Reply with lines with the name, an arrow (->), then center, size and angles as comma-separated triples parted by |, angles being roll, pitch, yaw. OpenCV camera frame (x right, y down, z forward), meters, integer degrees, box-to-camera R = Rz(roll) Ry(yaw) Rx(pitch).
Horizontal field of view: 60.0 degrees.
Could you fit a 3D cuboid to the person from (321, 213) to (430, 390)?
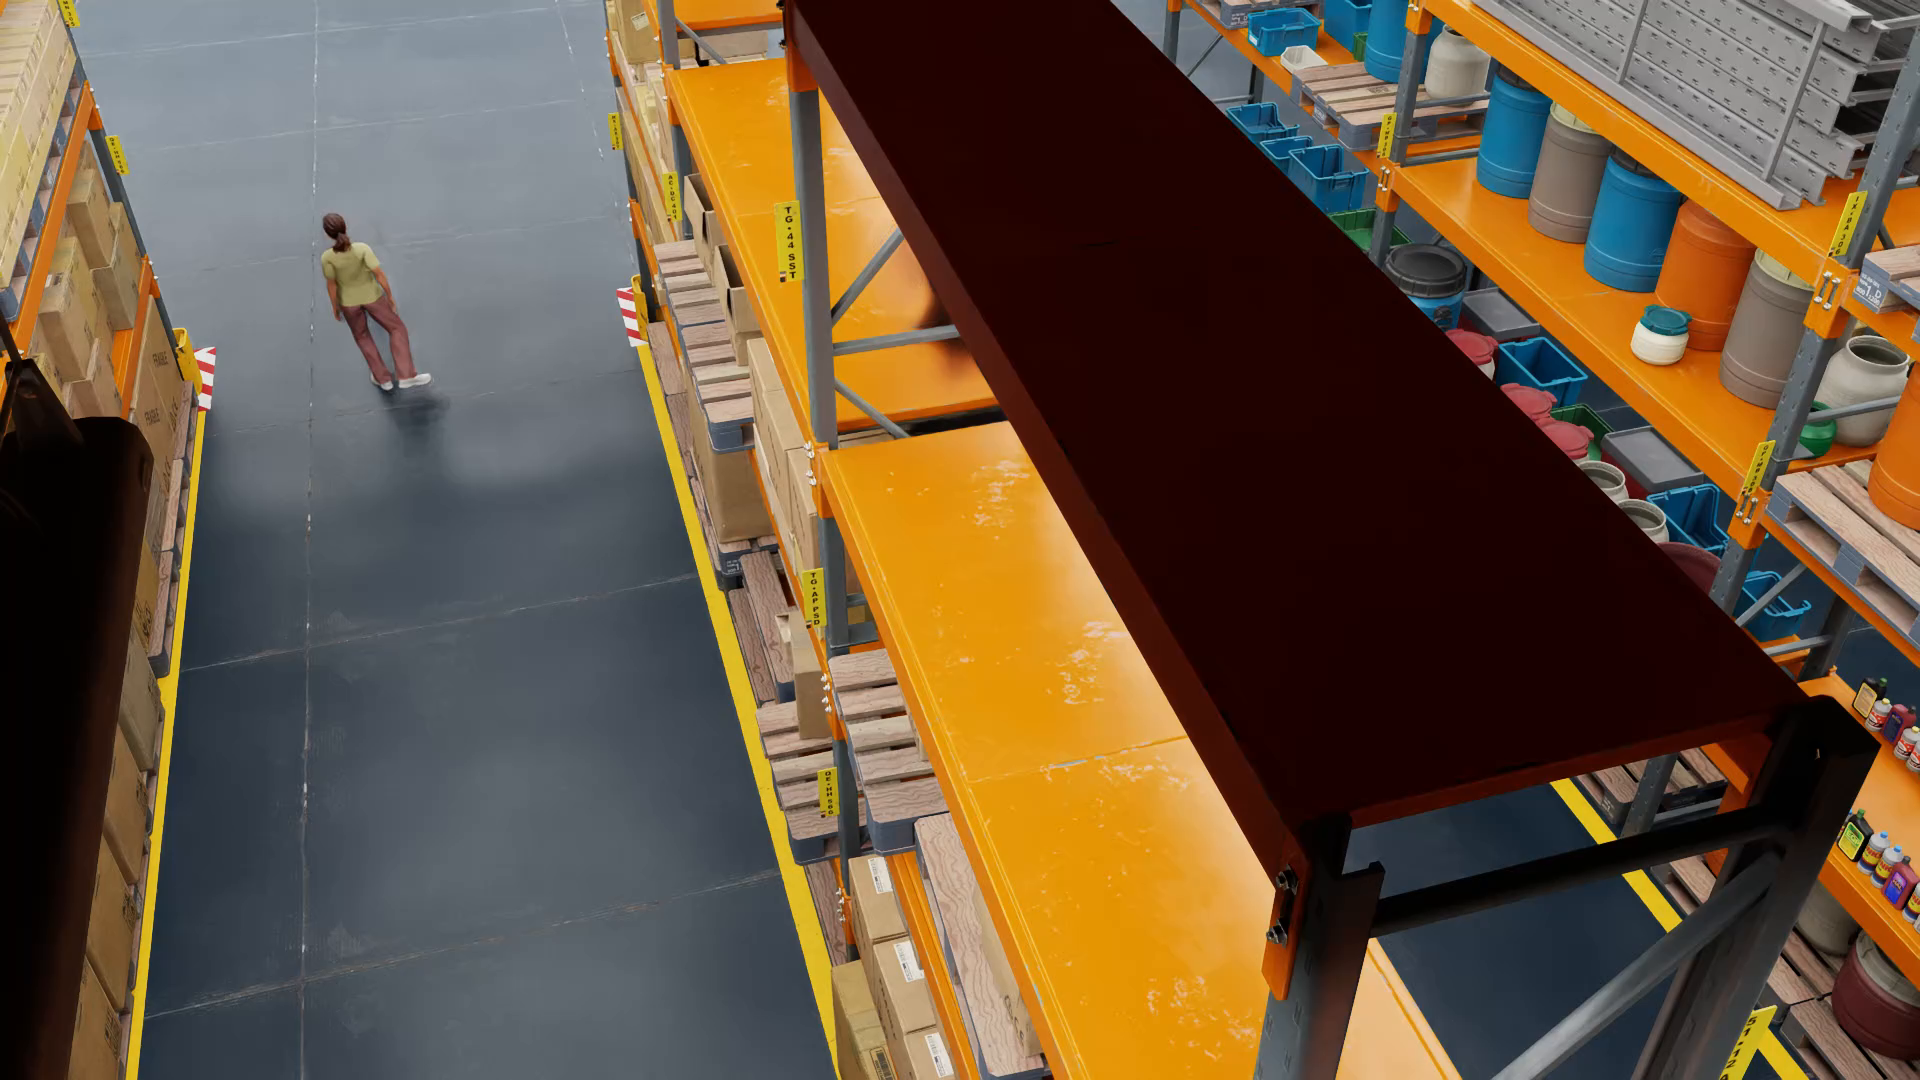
person -> -4.941, -1.971, 13.990 | 0.649, 1.643, 0.491 | -12, 40, -15
